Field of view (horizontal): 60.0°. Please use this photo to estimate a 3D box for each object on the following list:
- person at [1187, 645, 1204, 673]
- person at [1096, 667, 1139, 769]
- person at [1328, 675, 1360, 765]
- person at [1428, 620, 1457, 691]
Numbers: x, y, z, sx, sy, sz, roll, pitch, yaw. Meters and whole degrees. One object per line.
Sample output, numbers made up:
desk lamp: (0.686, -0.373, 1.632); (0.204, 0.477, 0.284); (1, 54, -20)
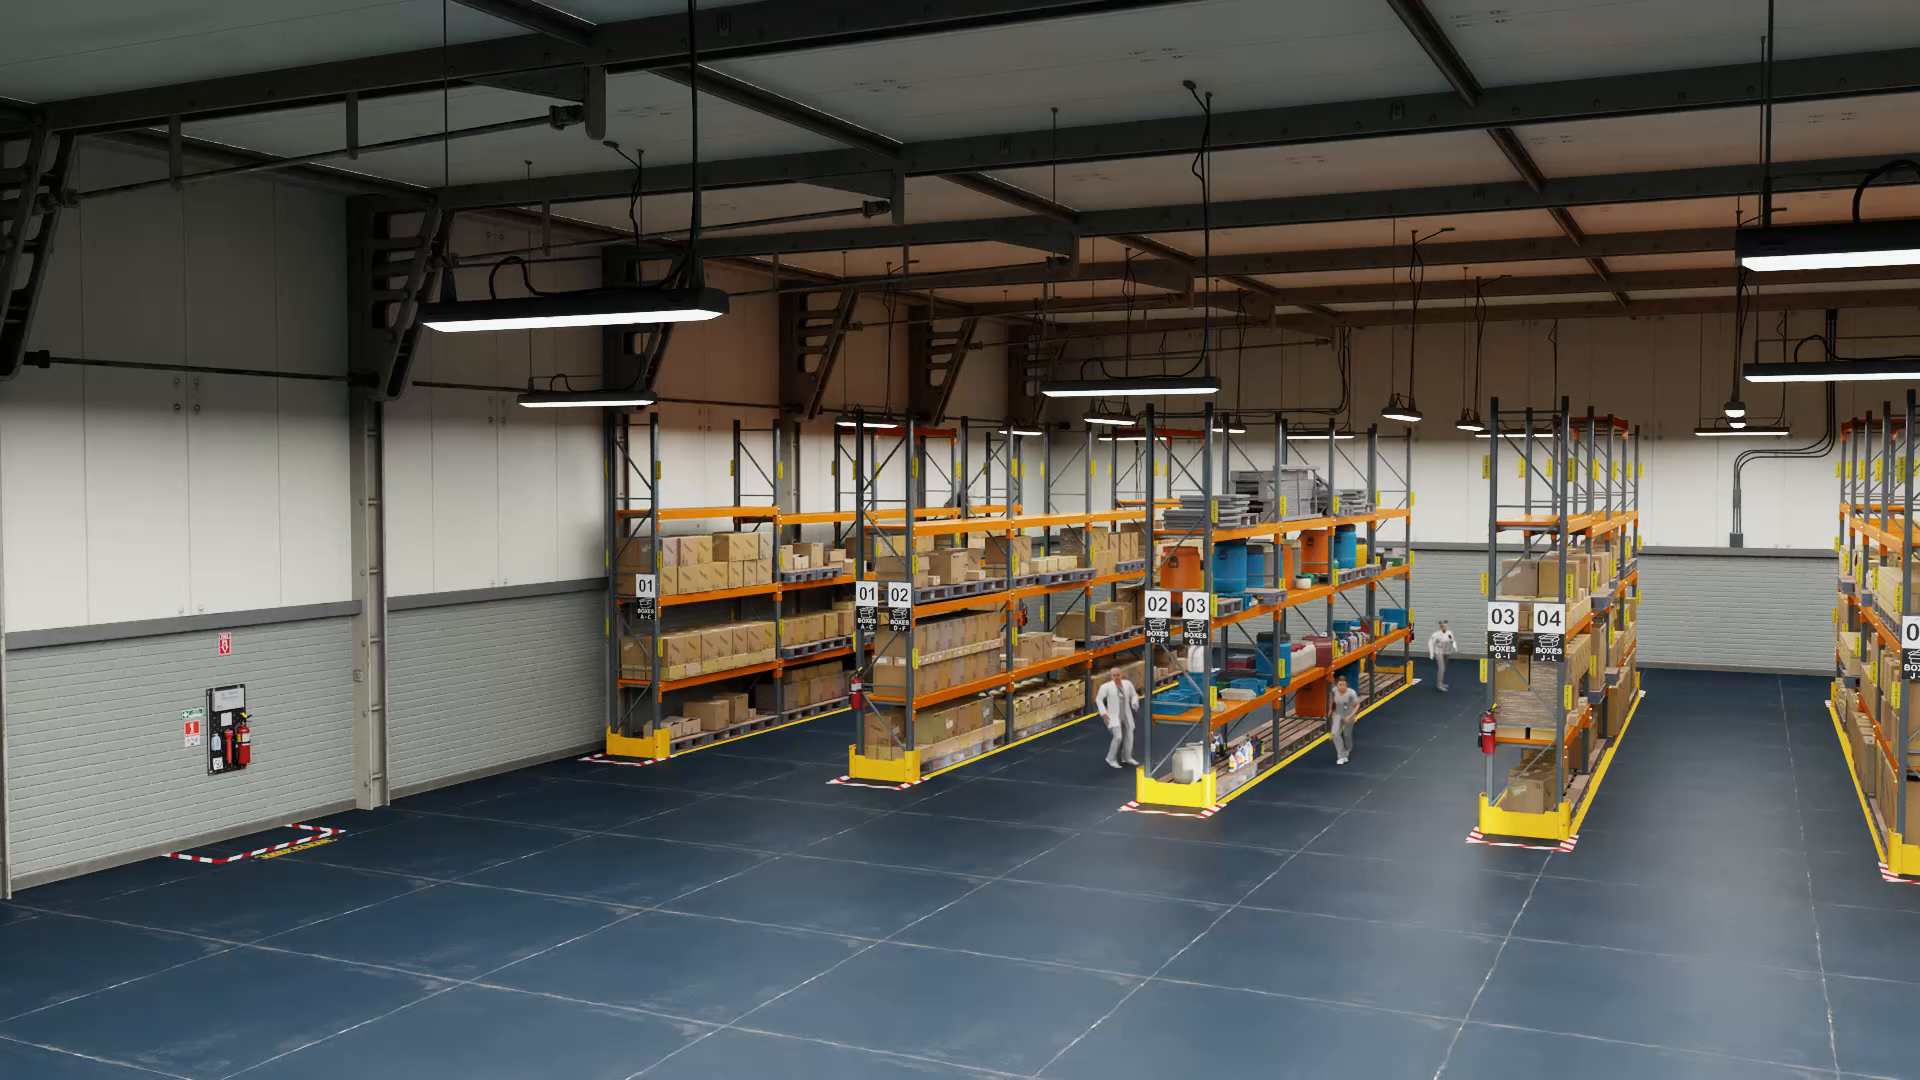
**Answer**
person: (4.834, 2.699, 34.012); (0.758, 1.735, 0.556); (2, 3, 44)
person: (2.692, 2.991, 28.045); (0.744, 1.713, 0.786); (-1, 3, -19)
person: (6.608, 3.032, 28.467); (0.577, 1.514, 1.044); (1, 3, 27)
person: (11.024, 2.621, 37.883); (0.603, 1.618, 0.809); (-1, 3, -22)
